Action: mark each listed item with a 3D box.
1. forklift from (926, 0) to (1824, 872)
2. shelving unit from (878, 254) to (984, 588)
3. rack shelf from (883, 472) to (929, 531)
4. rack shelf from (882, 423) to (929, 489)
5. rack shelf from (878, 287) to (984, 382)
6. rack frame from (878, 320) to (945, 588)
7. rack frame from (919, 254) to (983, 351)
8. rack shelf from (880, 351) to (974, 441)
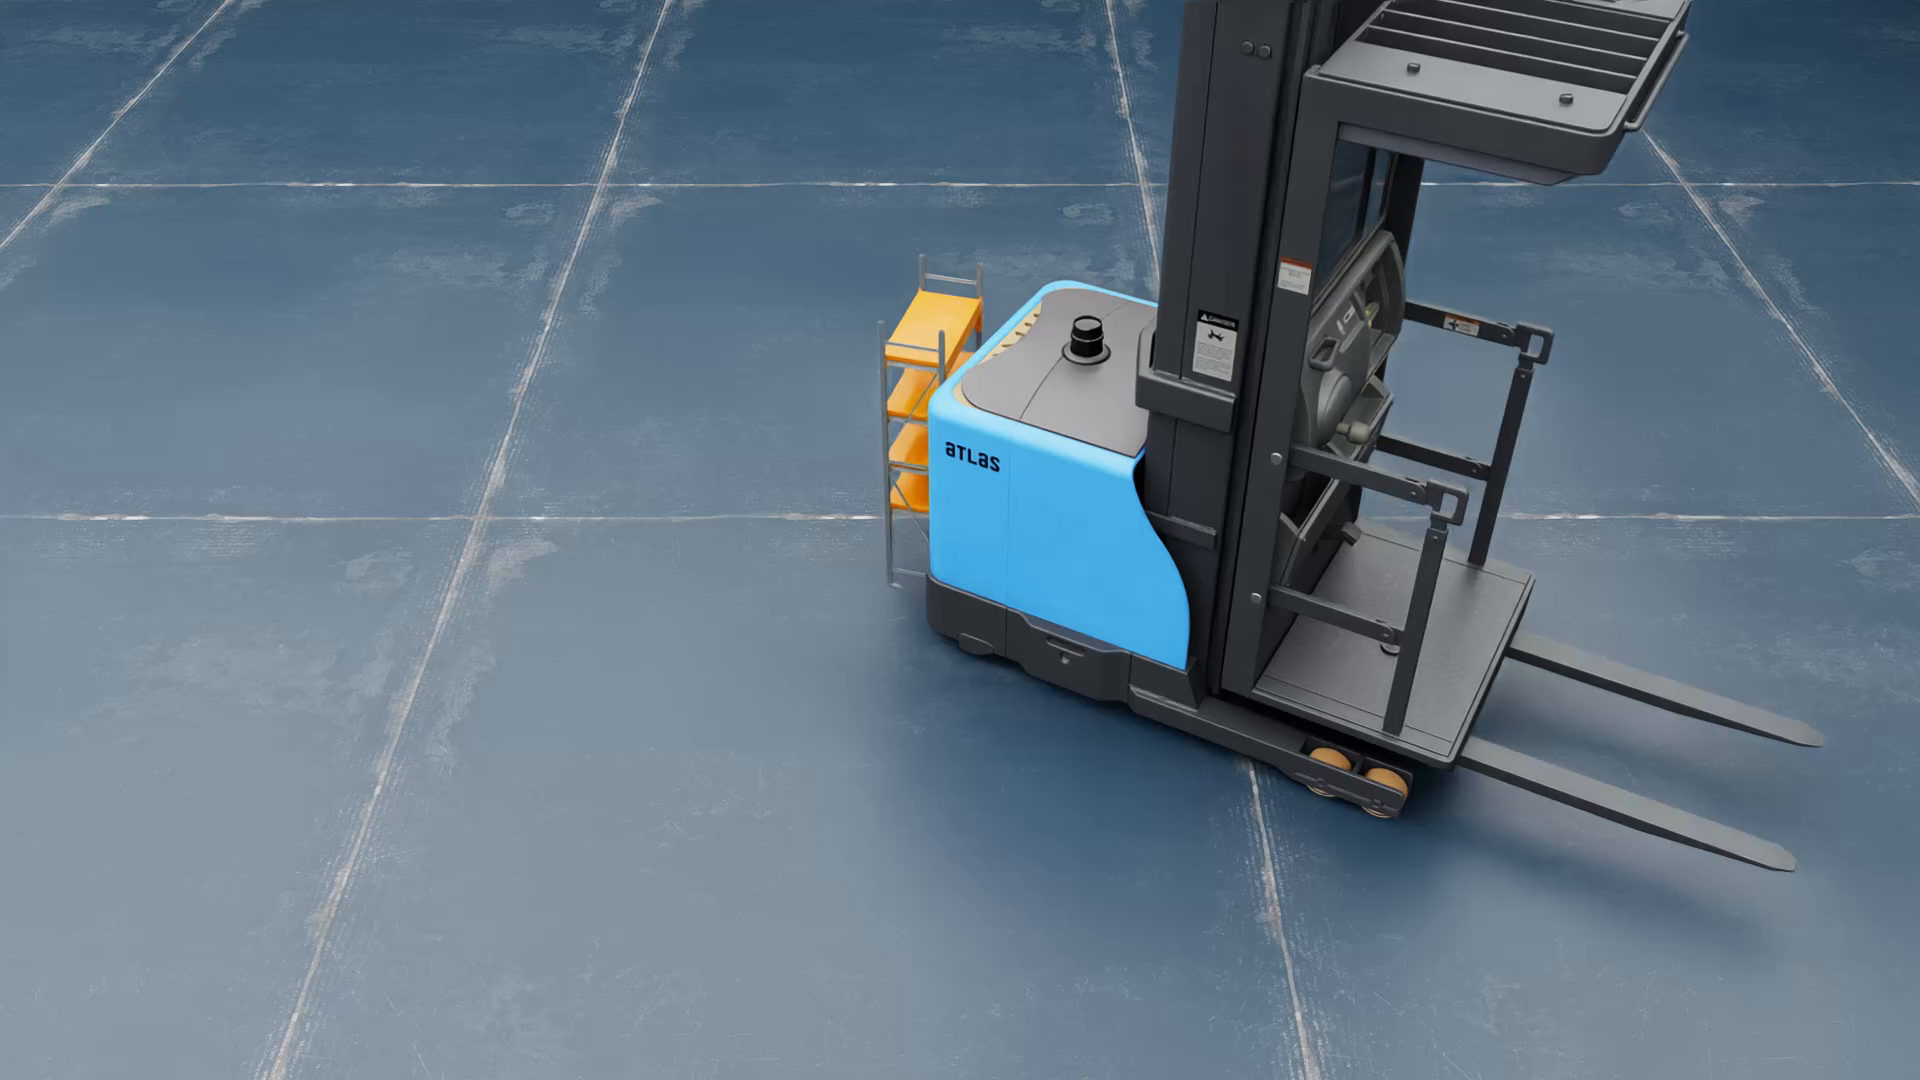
[{"bbox_3d":[1.413,-0.594,5.147,3.031,2.935,1.130,19,43,22],"label":"forklift"},{"bbox_3d":[-0.101,-0.418,6.313,0.258,1.200,0.503,10,40,13],"label":"shelving unit"},{"bbox_3d":[-0.101,-0.211,6.479,0.258,0.148,0.480,10,40,13],"label":"rack shelf"},{"bbox_3d":[-0.101,-0.366,6.355,0.258,0.148,0.480,10,40,13],"label":"rack shelf"},{"bbox_3d":[-0.101,-0.725,6.067,0.258,0.148,0.480,10,40,13],"label":"rack shelf"},{"bbox_3d":[-0.169,-0.272,6.130,0.240,1.200,0.015,10,40,13],"label":"rack frame"},{"bbox_3d":[-0.033,-0.565,6.496,0.240,1.200,0.015,10,40,13],"label":"rack frame"},{"bbox_3d":[-0.101,-0.540,6.215,0.258,0.148,0.480,10,40,13],"label":"rack shelf"}]
